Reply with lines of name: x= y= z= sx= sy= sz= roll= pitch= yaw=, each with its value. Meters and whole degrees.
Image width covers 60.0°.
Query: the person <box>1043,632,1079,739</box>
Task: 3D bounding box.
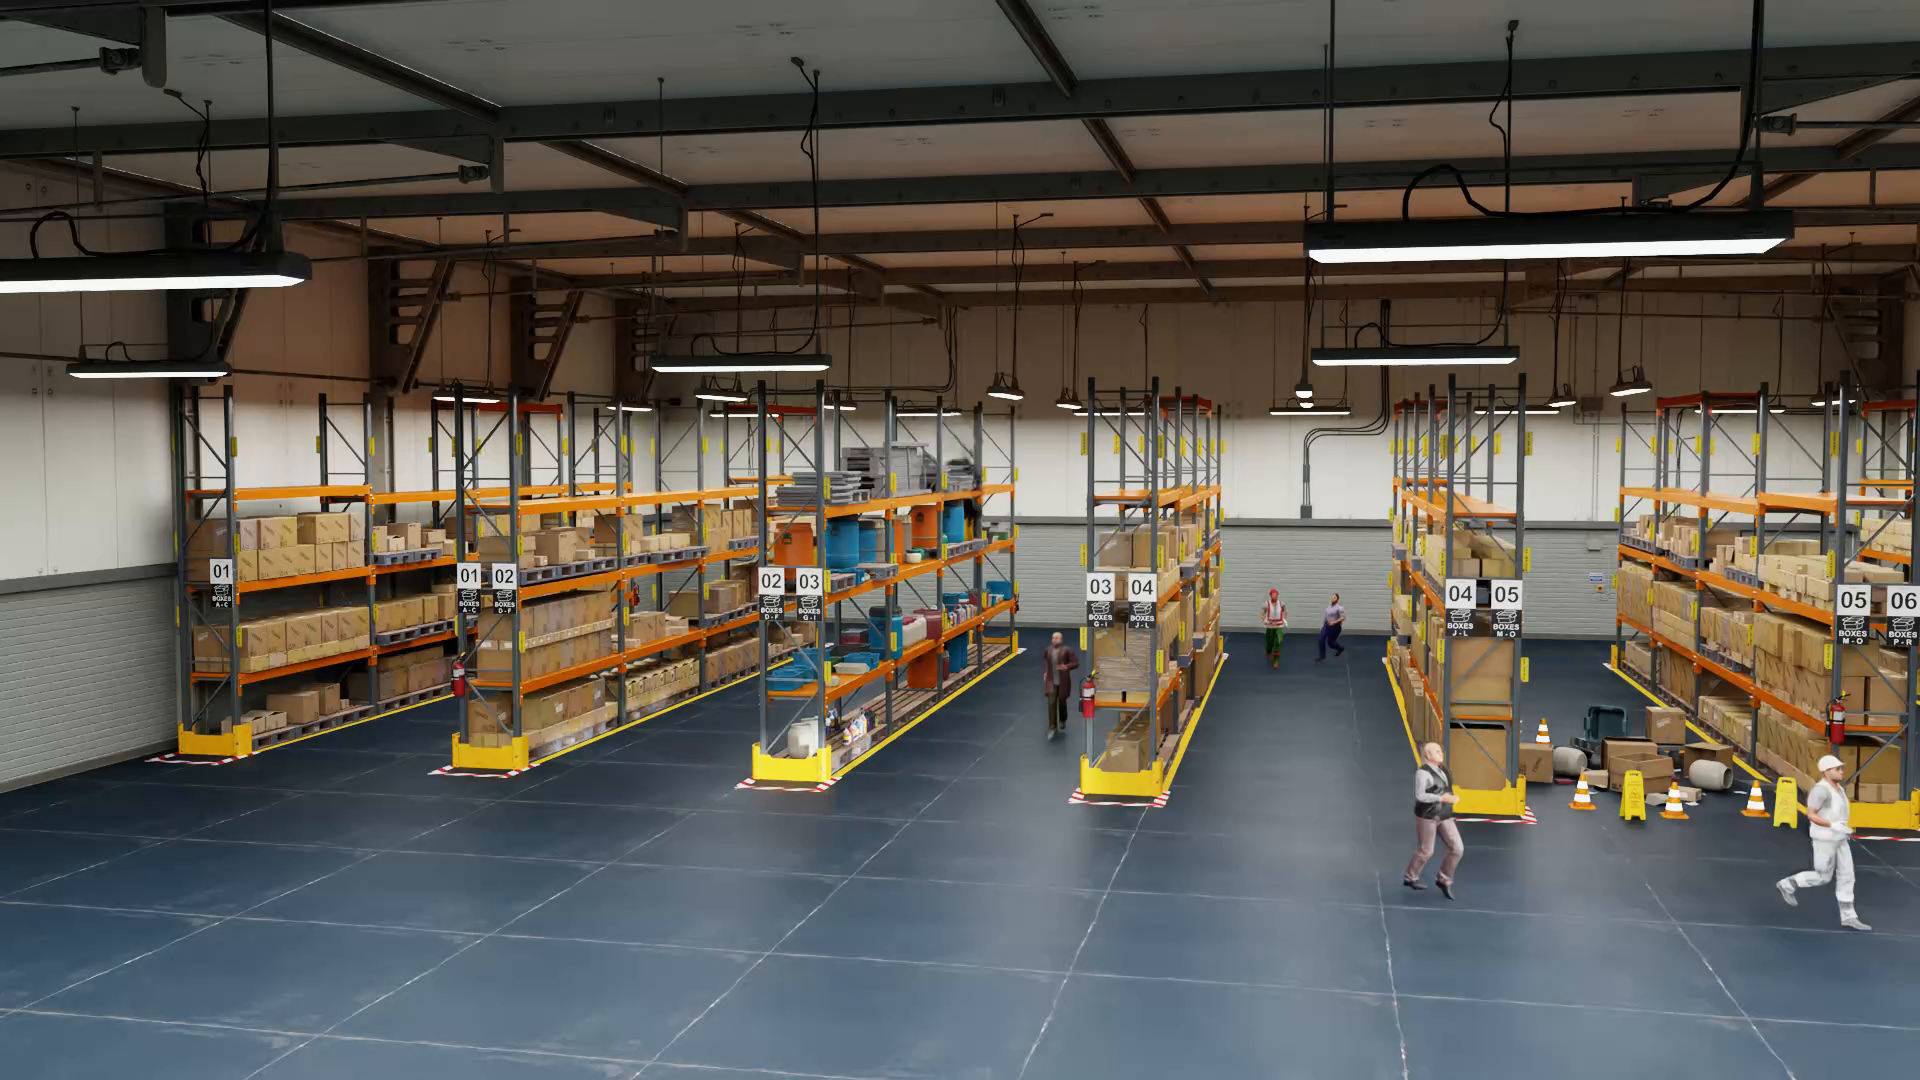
person: x=1.730 y=2.494 z=28.867 sx=0.686 sy=1.804 sz=0.988 roll=1 pitch=3 yaw=16

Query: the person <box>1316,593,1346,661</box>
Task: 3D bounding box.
person: x=8.737 y=2.041 z=38.848 sx=0.755 sy=1.604 sz=0.648 roll=-2 pitch=4 yaw=-33

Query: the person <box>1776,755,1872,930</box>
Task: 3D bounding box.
person: x=9.075 y=3.136 z=17.422 sx=0.653 sy=1.774 sz=0.959 roll=-2 pitch=4 yaw=-37

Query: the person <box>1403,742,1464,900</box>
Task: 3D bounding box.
person: x=5.258 y=3.122 z=18.432 sx=0.635 sy=1.770 sz=0.756 roll=-2 pitch=4 yaw=-36

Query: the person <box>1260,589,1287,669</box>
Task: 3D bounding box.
person: x=7.146 y=1.996 z=37.881 sx=0.629 sy=1.772 sz=0.955 roll=0 pitch=3 yaw=2
